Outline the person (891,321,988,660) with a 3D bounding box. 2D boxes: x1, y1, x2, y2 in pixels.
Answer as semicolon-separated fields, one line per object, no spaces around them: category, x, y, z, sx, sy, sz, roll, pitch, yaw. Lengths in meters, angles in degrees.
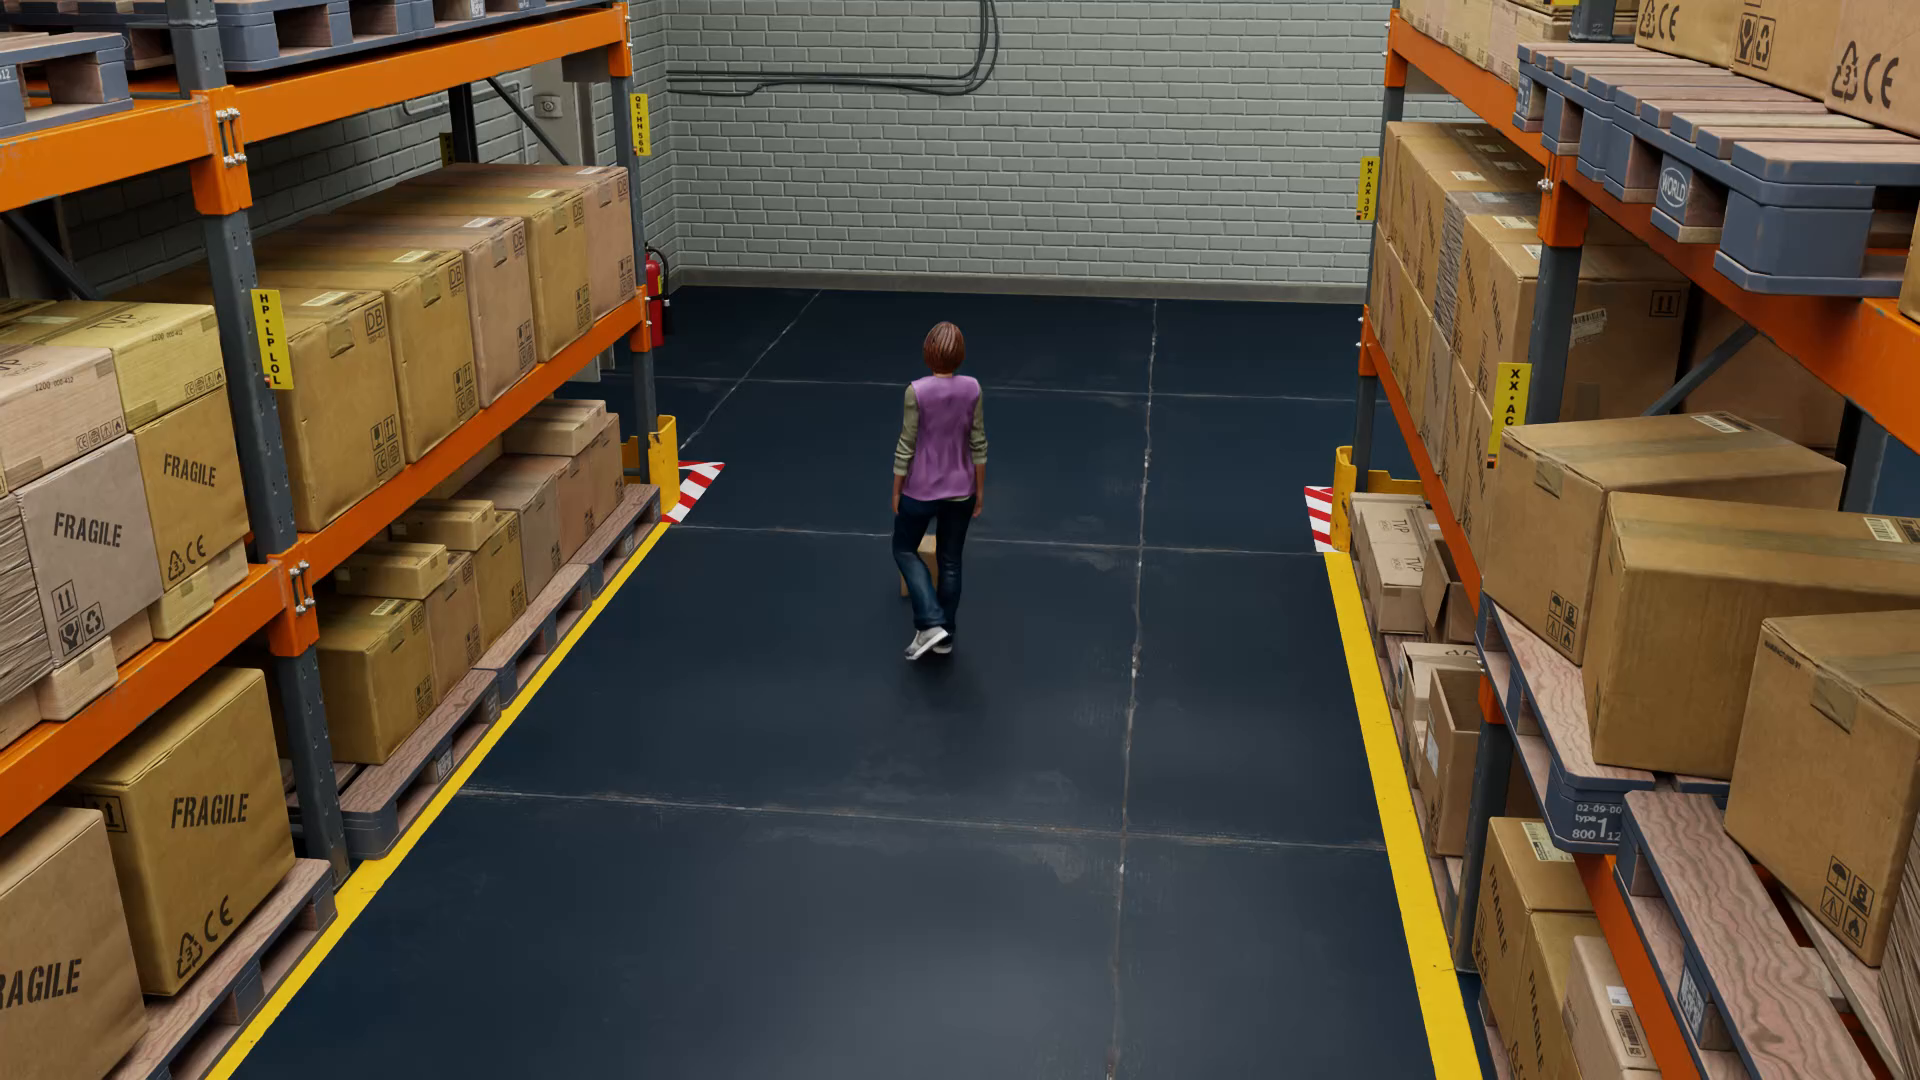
person;-0.090;-0.184;7.609;0.432;1.538;0.441;-8;23;-19
